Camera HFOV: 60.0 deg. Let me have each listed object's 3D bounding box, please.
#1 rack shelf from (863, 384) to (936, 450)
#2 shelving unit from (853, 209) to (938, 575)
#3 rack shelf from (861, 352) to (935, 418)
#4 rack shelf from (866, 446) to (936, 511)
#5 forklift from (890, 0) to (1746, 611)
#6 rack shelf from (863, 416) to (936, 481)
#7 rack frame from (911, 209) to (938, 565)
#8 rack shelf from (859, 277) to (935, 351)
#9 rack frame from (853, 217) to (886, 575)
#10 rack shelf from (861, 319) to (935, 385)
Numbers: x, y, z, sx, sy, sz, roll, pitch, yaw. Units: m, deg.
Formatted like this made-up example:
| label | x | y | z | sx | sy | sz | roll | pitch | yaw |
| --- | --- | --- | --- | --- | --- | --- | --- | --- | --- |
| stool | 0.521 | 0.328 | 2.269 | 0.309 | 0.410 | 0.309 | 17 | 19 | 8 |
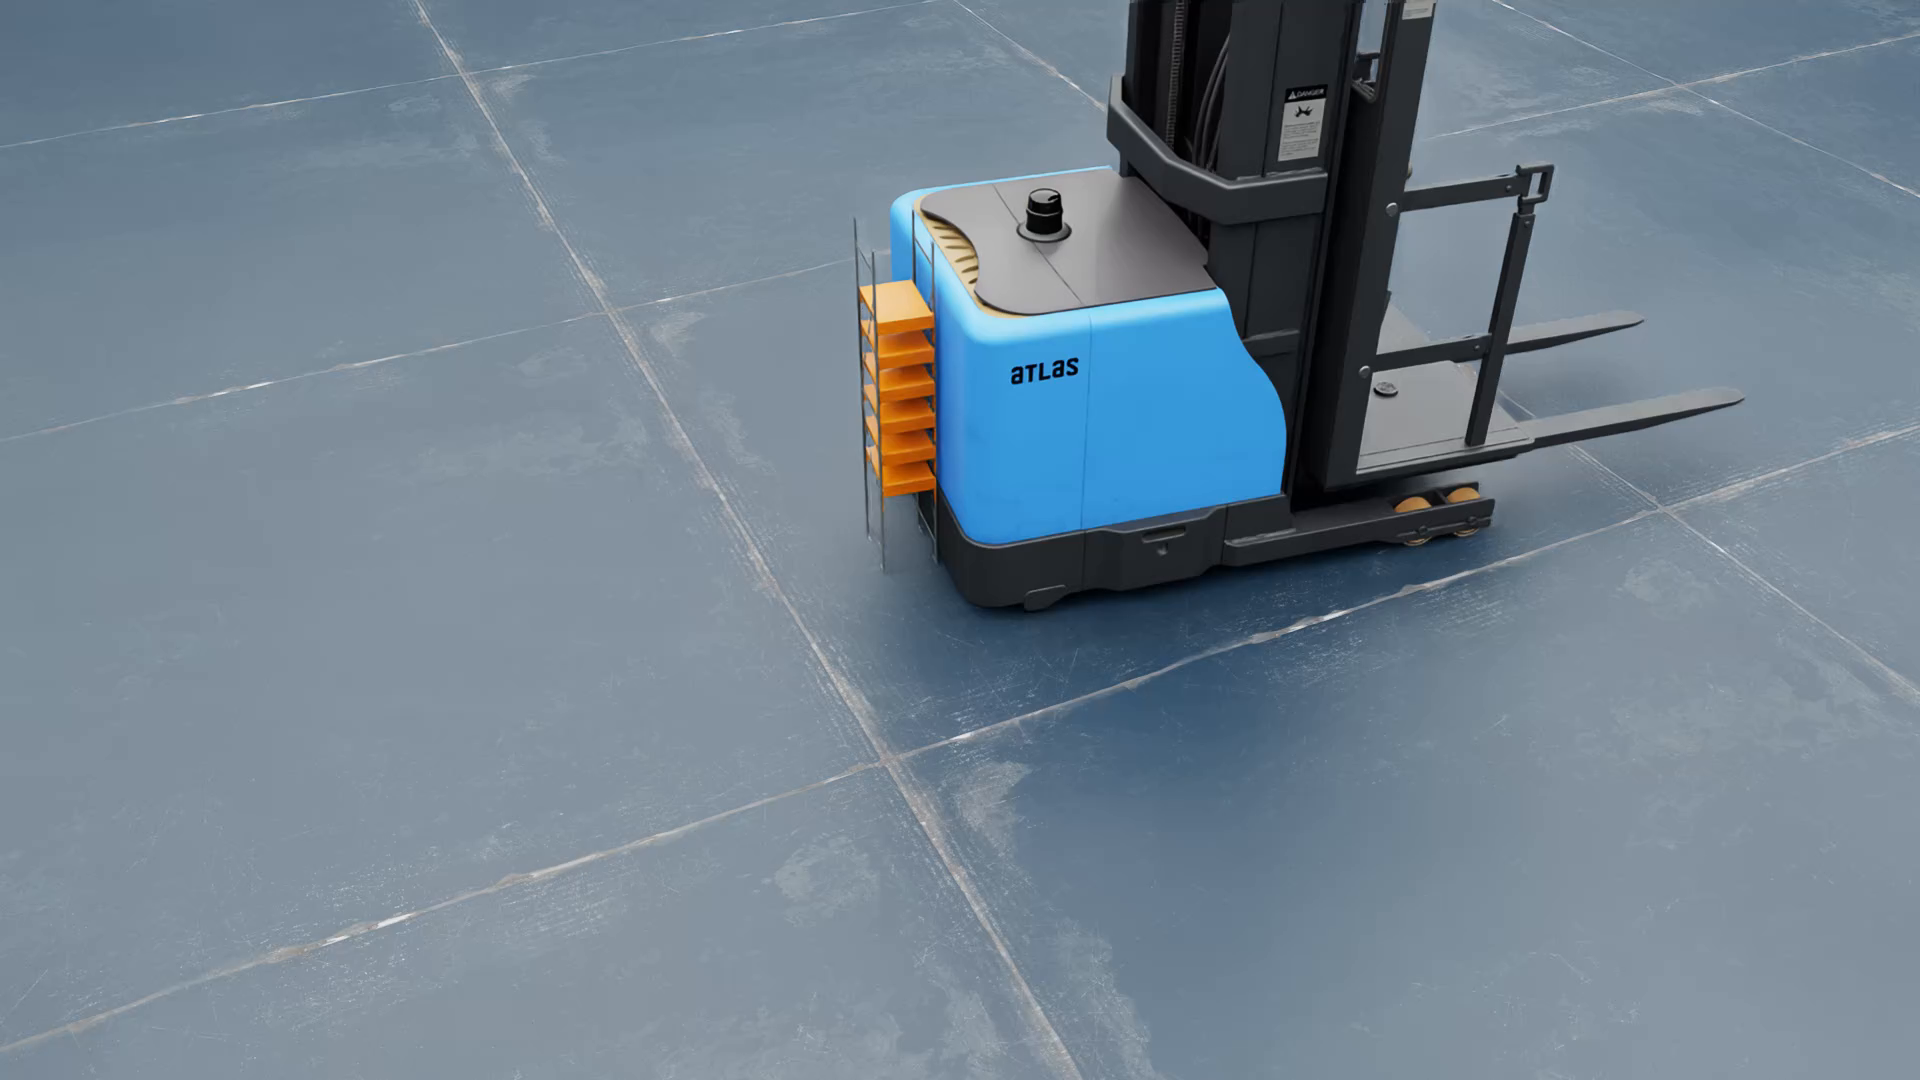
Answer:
| label | x | y | z | sx | sy | sz | roll | pitch | yaw |
| --- | --- | --- | --- | --- | --- | --- | --- | --- | --- |
| rack shelf | -0.200 | -0.413 | 5.375 | 0.180 | 0.103 | 0.258 | -10 | 38 | -13 |
| shelving unit | -0.200 | -0.449 | 5.348 | 0.189 | 1.200 | 0.258 | -10 | 38 | -13 |
| rack shelf | -0.200 | -0.510 | 5.303 | 0.180 | 0.103 | 0.258 | -10 | 38 | -13 |
| rack shelf | -0.200 | -0.221 | 5.518 | 0.180 | 0.103 | 0.258 | -10 | 38 | -13 |
| forklift | 1.330 | -1.448 | 5.242 | 3.031 | 2.935 | 1.130 | -10 | 38 | -13 |
| rack shelf | -0.200 | -0.317 | 5.446 | 0.180 | 0.103 | 0.258 | -10 | 38 | -13 |
| rack frame | -0.112 | -0.465 | 5.369 | 0.006 | 1.200 | 0.240 | -10 | 38 | -13 |
| rack shelf | -0.200 | -0.702 | 5.160 | 0.180 | 0.103 | 0.258 | -10 | 38 | -13 |
| rack frame | -0.287 | -0.433 | 5.327 | 0.006 | 1.200 | 0.240 | -10 | 38 | -13 |
| rack shelf | -0.200 | -0.606 | 5.232 | 0.180 | 0.103 | 0.258 | -10 | 38 | -13 |
